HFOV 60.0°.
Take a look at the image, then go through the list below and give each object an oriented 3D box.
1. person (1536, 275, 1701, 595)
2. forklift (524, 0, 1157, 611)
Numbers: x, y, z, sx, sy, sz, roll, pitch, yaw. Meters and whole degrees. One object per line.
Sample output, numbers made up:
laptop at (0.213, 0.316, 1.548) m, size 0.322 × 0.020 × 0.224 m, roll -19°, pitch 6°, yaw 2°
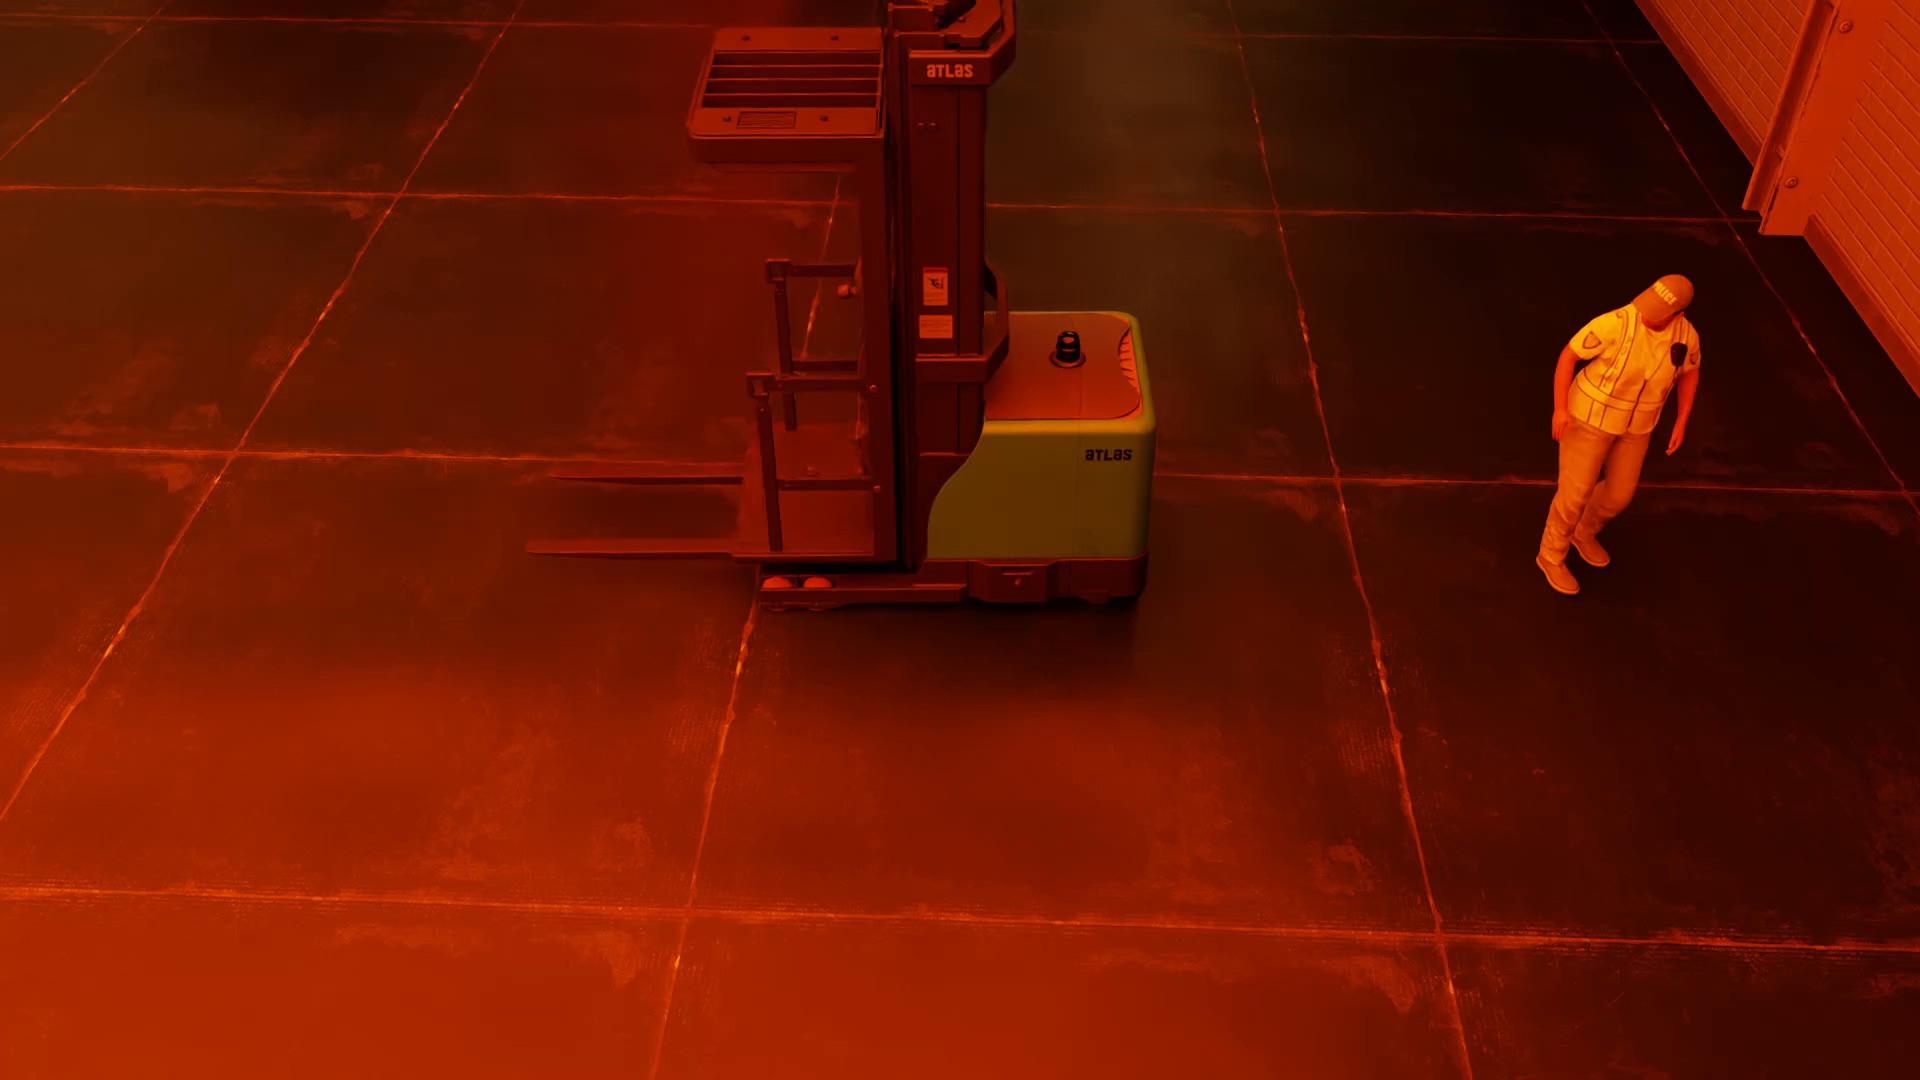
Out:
person at (3.134, -0.527, 7.869) m, size 0.687 × 1.646 × 0.514 m, roll -5°, pitch 39°, yaw -6°
forklift at (-0.612, -1.127, 7.583) m, size 3.031 × 2.935 × 1.130 m, roll 0°, pitch 39°, yaw 0°
